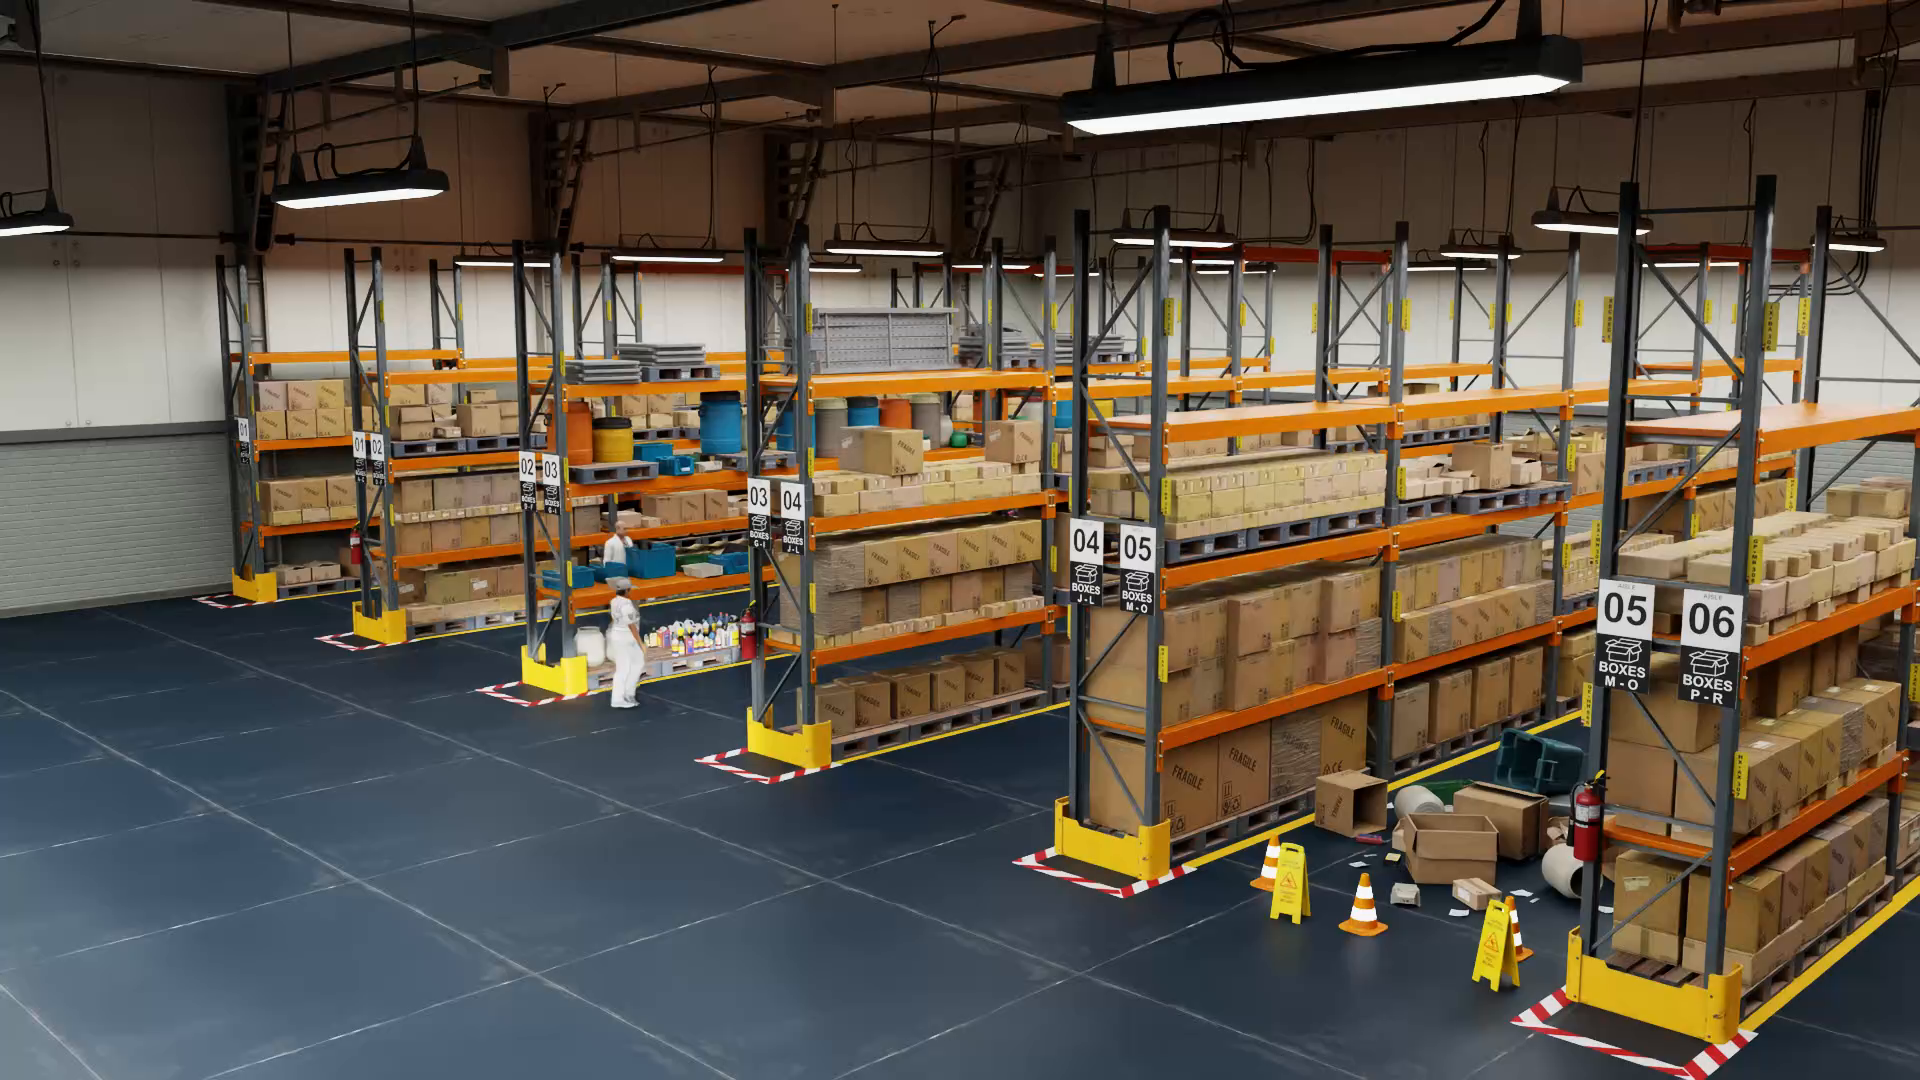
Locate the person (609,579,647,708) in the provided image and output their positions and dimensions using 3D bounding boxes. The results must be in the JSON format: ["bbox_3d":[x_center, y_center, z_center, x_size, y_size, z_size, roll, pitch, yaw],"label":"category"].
[{"bbox_3d":[-4.264,1.343,21.349,0.475,1.714,0.490,-2,8,-13],"label":"person"}]

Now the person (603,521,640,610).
[{"bbox_3d":[-5.309,0.627,26.157,0.686,1.864,0.407,-8,11,-44],"label":"person"}]
